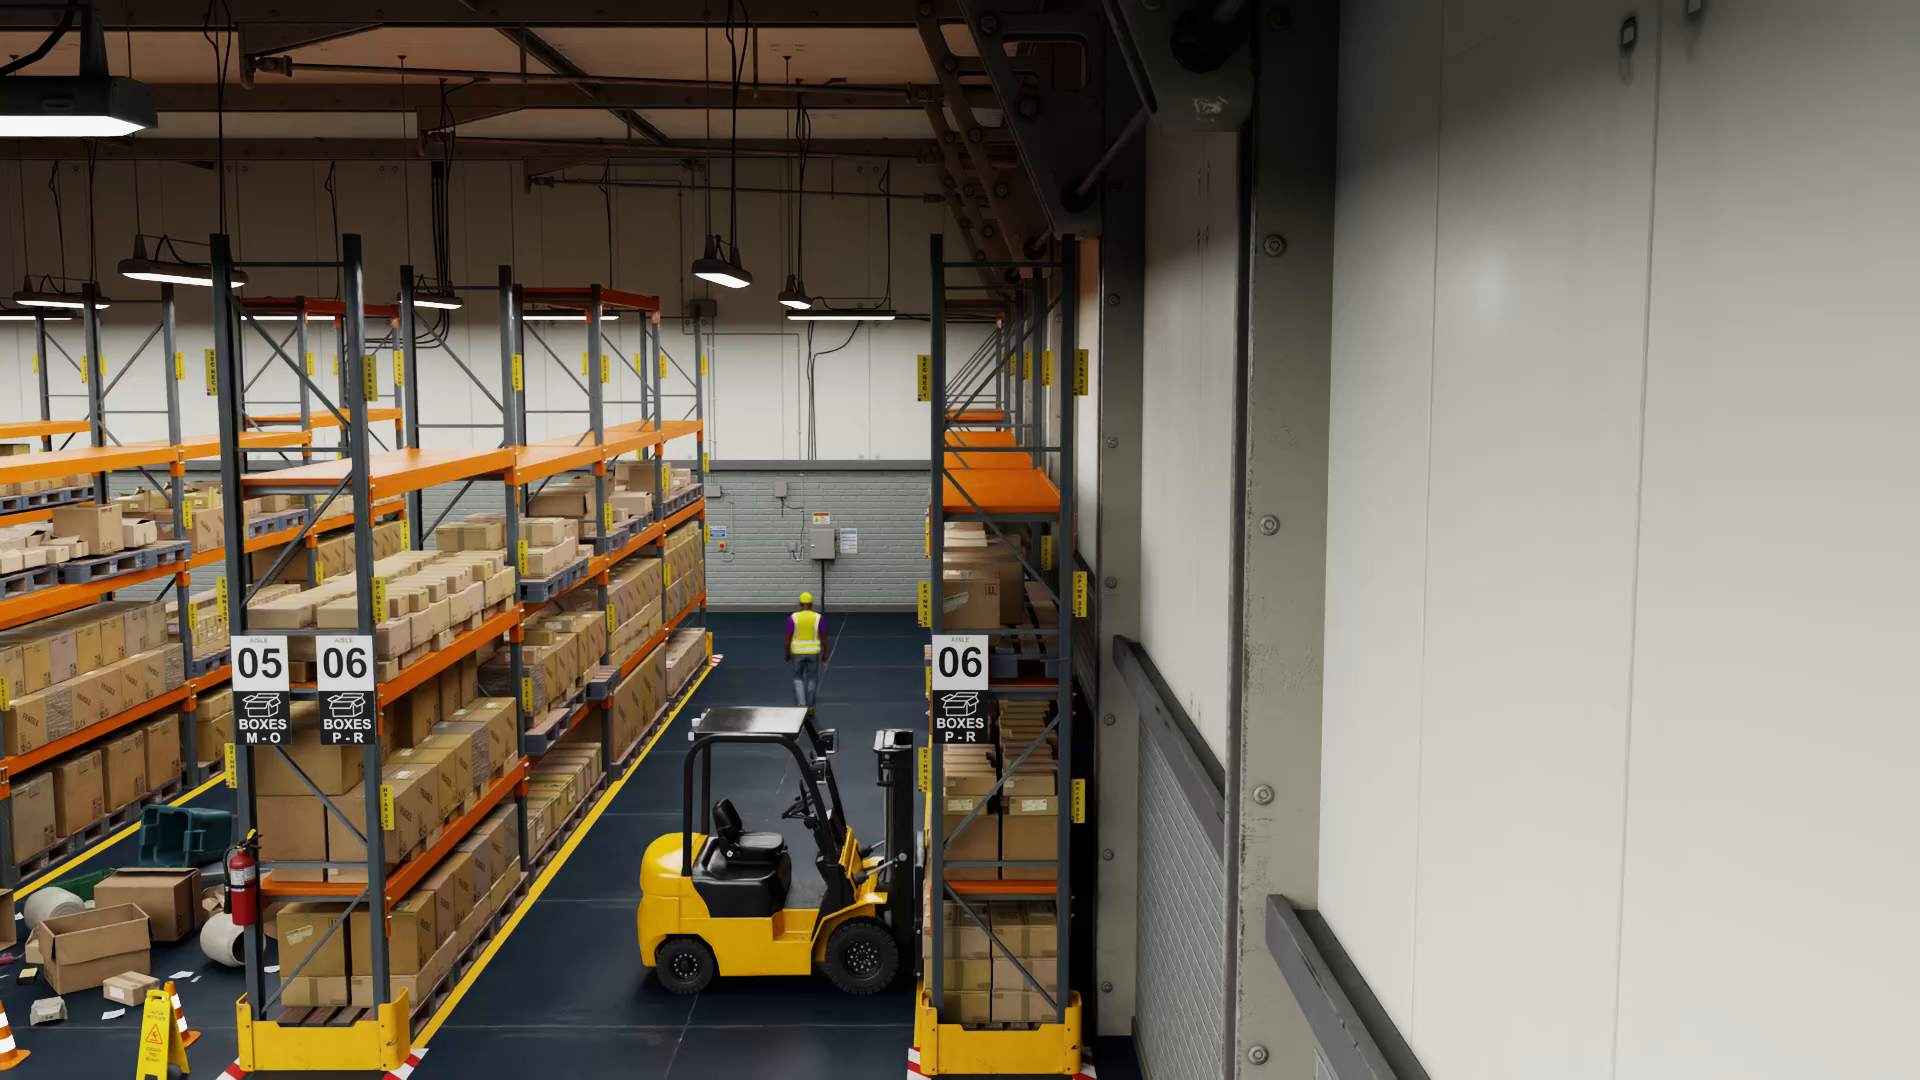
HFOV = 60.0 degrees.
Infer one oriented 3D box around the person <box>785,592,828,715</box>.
[{"bbox_3d":[-2.214,1.649,23.949,0.619,1.778,0.494,-1,6,-7],"label":"person"}]
